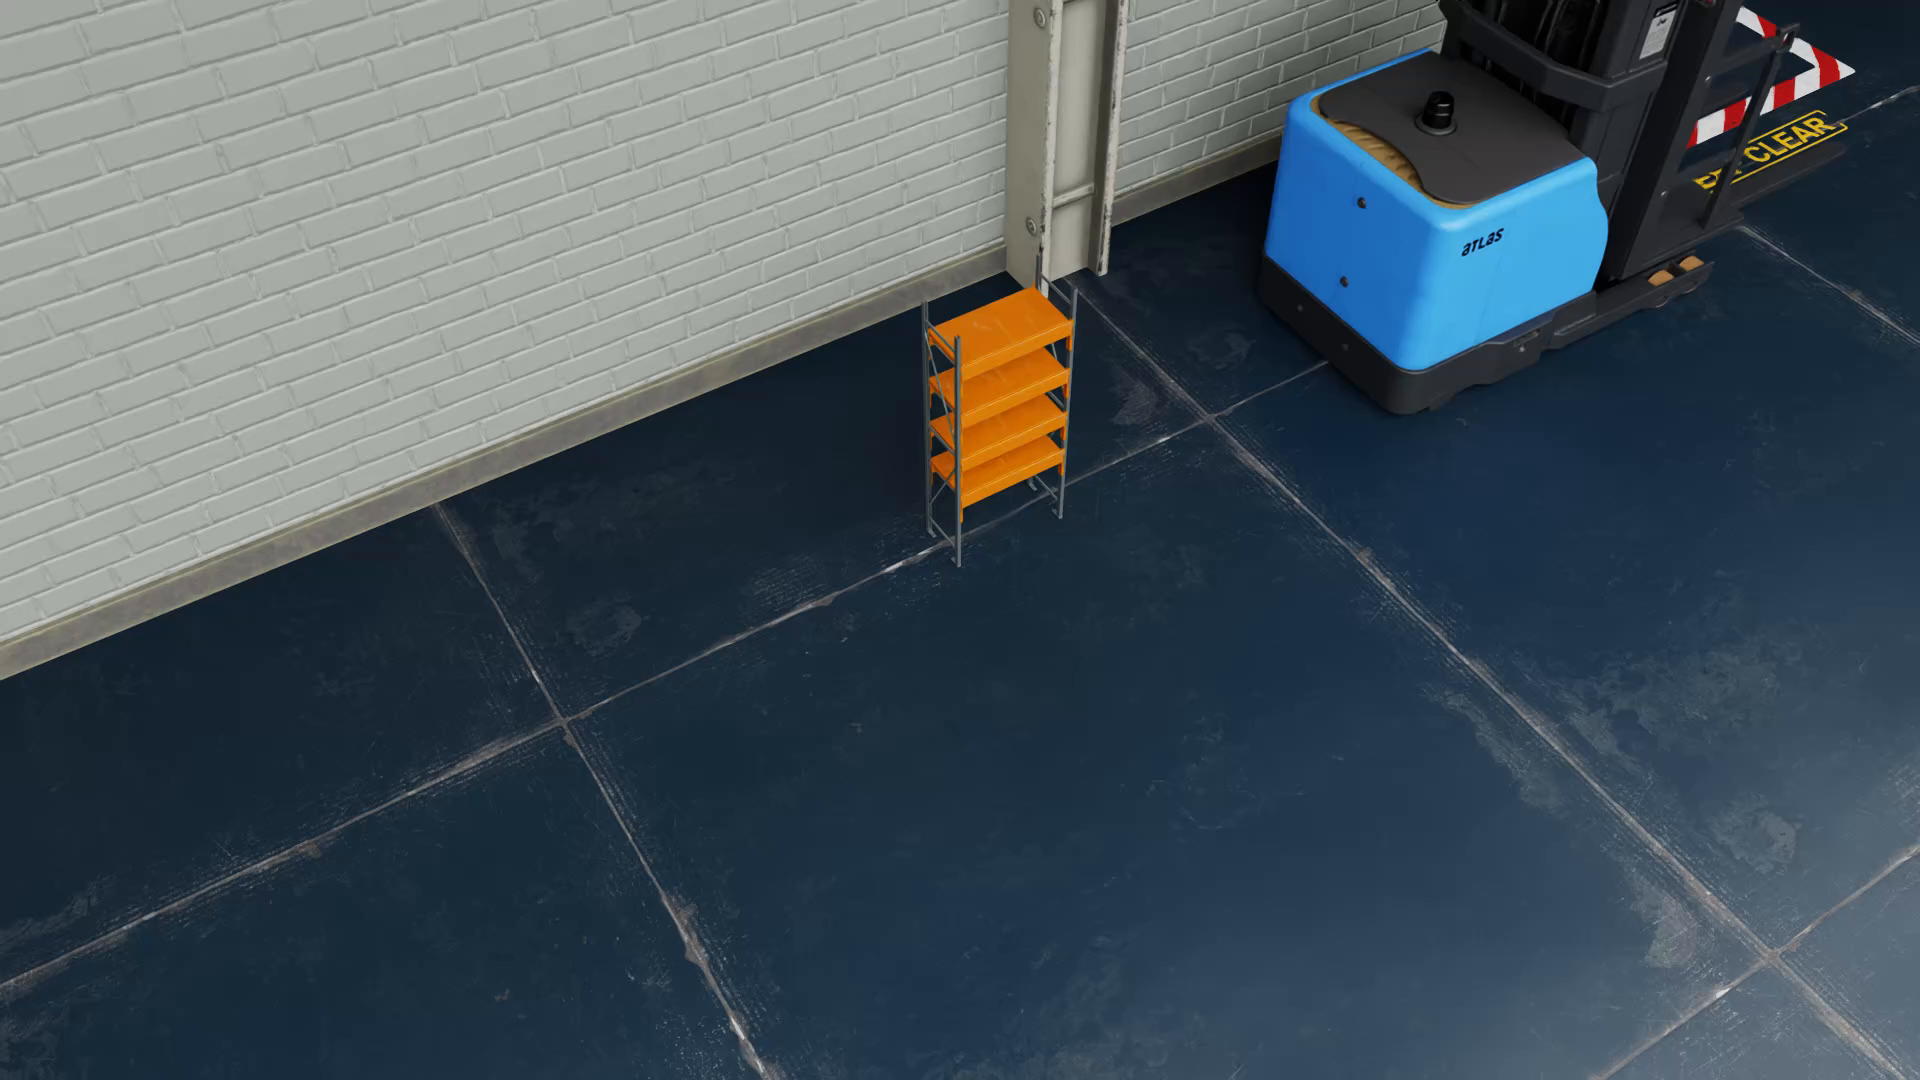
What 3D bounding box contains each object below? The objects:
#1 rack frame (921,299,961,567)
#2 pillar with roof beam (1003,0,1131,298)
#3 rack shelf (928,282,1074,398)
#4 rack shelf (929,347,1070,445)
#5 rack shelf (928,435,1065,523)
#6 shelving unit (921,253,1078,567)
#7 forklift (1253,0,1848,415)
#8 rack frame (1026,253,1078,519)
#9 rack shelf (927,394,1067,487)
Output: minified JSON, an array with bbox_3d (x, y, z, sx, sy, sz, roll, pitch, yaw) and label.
[{"bbox_3d":[-0.066,-0.368,6.219,0.015,1.200,0.240,-25,53,-21],"label":"rack frame"},{"bbox_3d":[2.745,-1.549,2.049,0.400,9.000,9.100,-25,53,-21],"label":"pillar with roof beam"},{"bbox_3d":[0.140,-0.726,6.012,0.480,0.148,0.258,-25,53,-21],"label":"rack shelf"},{"bbox_3d":[0.140,-0.569,6.189,0.480,0.148,0.258,-25,53,-21],"label":"rack shelf"},{"bbox_3d":[0.140,-0.288,6.504,0.480,0.148,0.258,-25,53,-21],"label":"rack shelf"},{"bbox_3d":[0.140,-0.465,6.306,0.503,1.200,0.258,-25,53,-21],"label":"shelving unit"},{"bbox_3d":[2.868,-2.358,6.832,3.031,2.935,1.130,-25,53,-20],"label":"forklift"},{"bbox_3d":[0.346,-0.562,6.393,0.015,1.200,0.240,-25,53,-21],"label":"rack frame"},{"bbox_3d":[0.140,-0.420,6.356,0.480,0.148,0.258,-25,53,-21],"label":"rack shelf"}]
